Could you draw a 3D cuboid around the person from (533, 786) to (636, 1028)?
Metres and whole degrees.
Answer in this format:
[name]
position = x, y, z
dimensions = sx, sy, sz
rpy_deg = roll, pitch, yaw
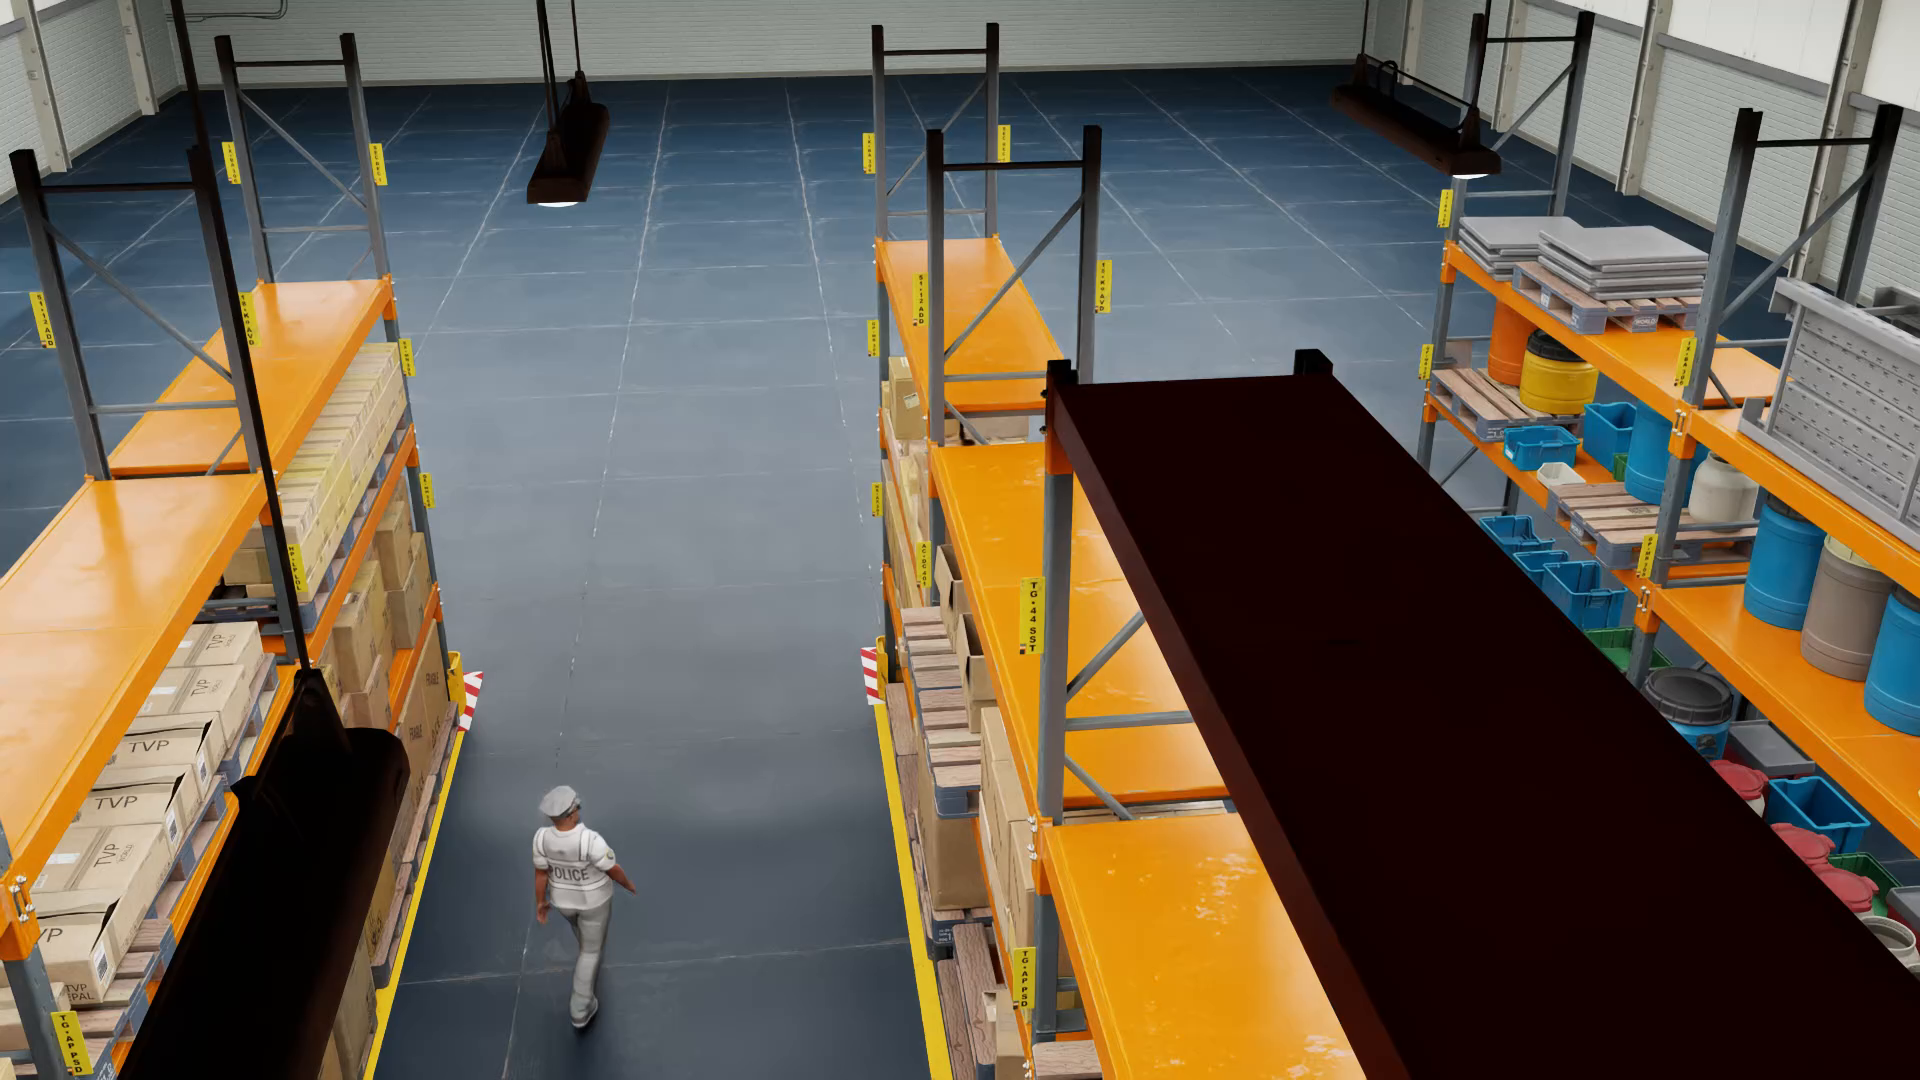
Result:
[person]
position = -2.569, 2.375, 11.482
dimensions = 0.617, 1.696, 1.054
rpy_deg = 5, 26, 10
